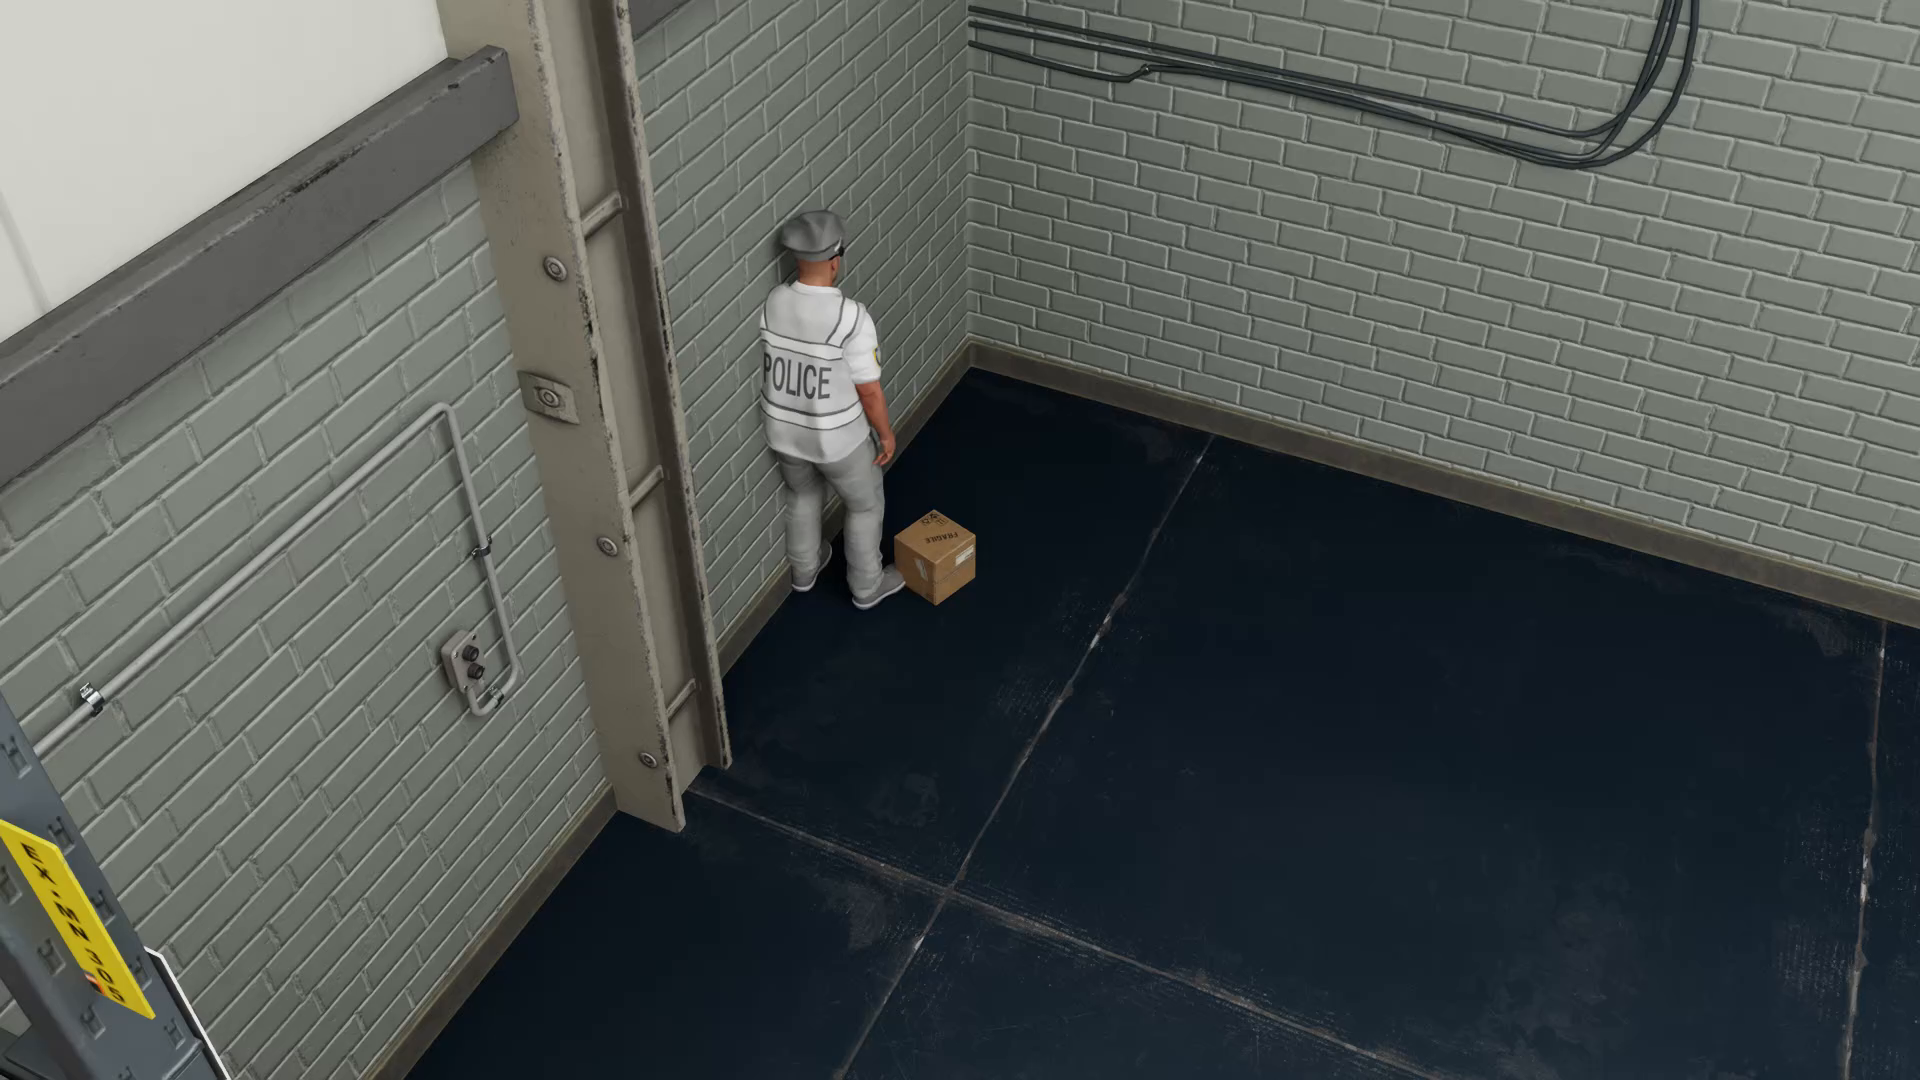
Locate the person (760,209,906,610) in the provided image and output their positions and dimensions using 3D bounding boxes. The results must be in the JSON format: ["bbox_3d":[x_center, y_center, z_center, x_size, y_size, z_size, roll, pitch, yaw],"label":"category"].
[{"bbox_3d":[-0.553,-0.461,6.671,0.592,1.748,0.435,17,44,18],"label":"person"}]
